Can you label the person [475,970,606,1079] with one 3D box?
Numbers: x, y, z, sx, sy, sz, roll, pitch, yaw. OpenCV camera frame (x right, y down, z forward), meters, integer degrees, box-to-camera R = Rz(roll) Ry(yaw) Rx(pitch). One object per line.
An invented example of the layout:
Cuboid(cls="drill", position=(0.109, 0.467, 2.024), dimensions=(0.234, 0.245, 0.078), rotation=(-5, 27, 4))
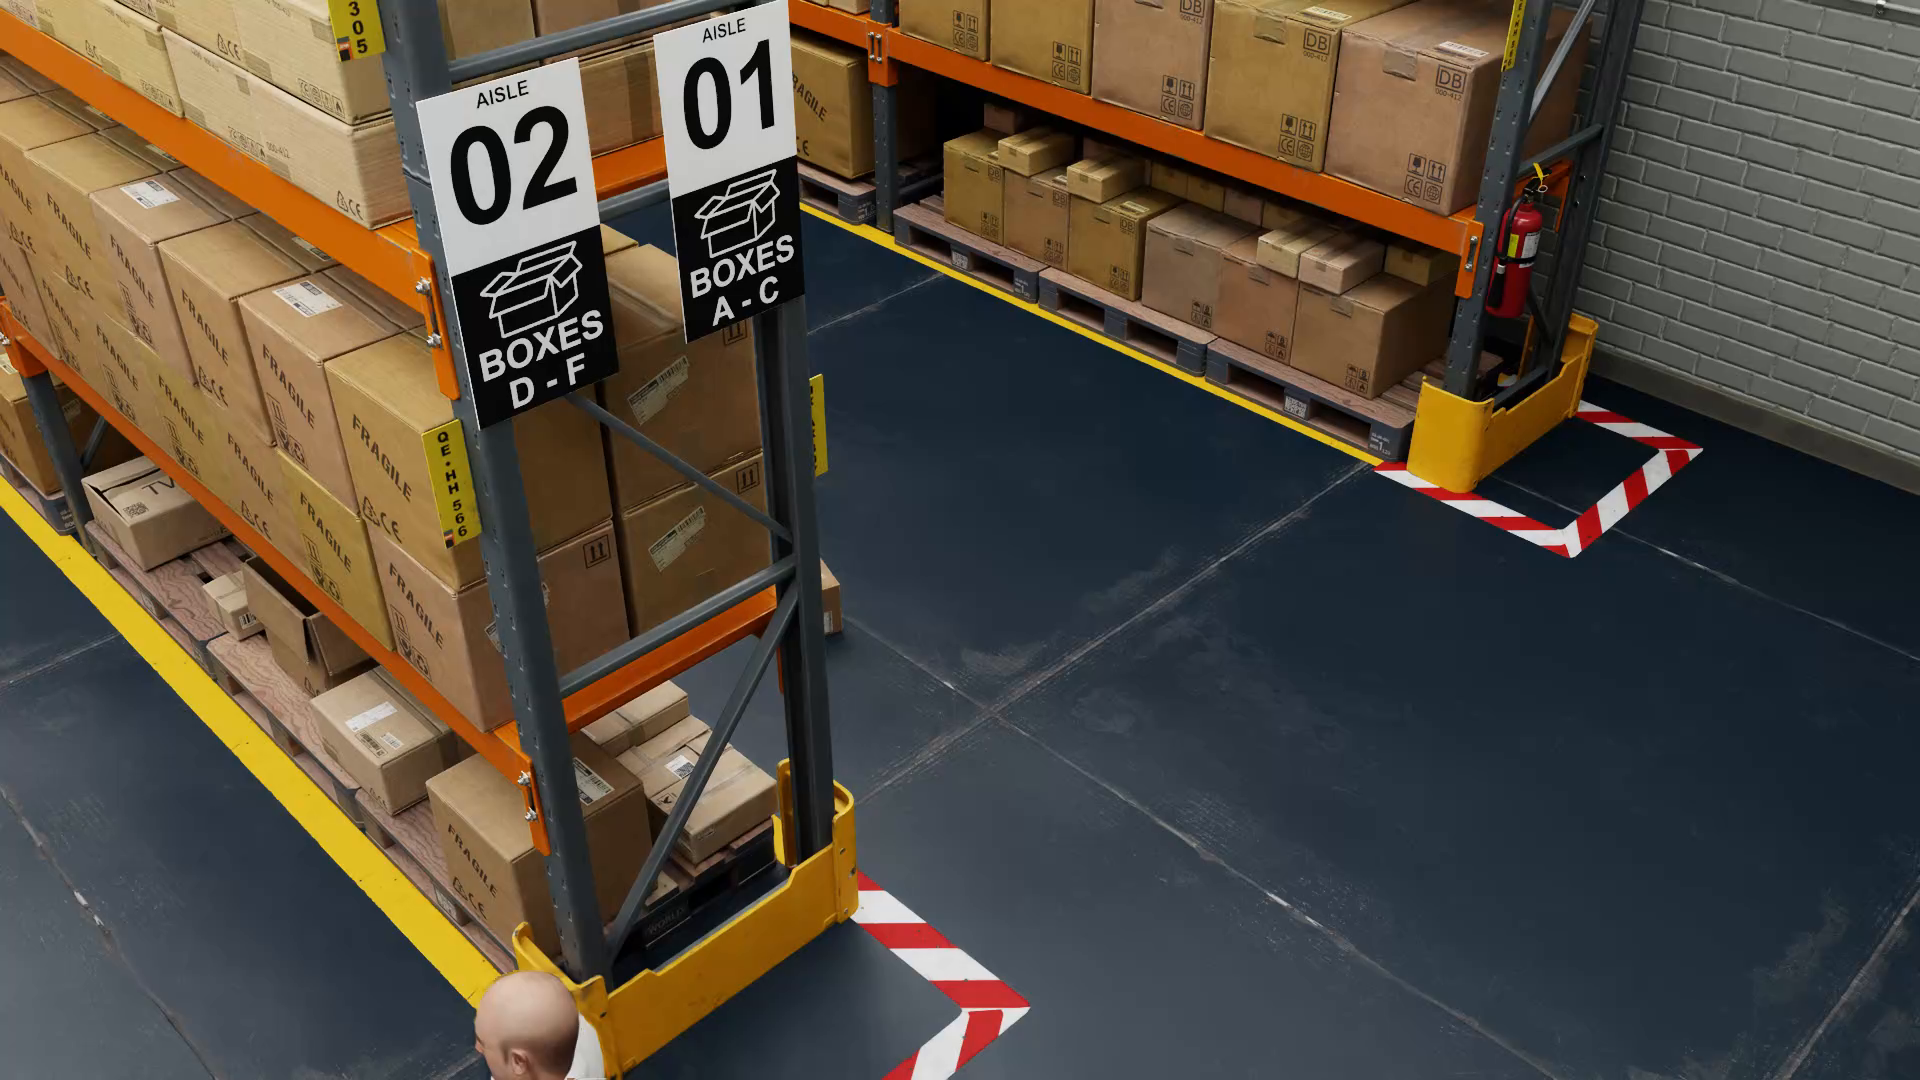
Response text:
Cuboid(cls="person", position=(-0.846, 1.643, 3.792), dimensions=(0.761, 1.748, 0.580), rotation=(-12, 37, -16))
